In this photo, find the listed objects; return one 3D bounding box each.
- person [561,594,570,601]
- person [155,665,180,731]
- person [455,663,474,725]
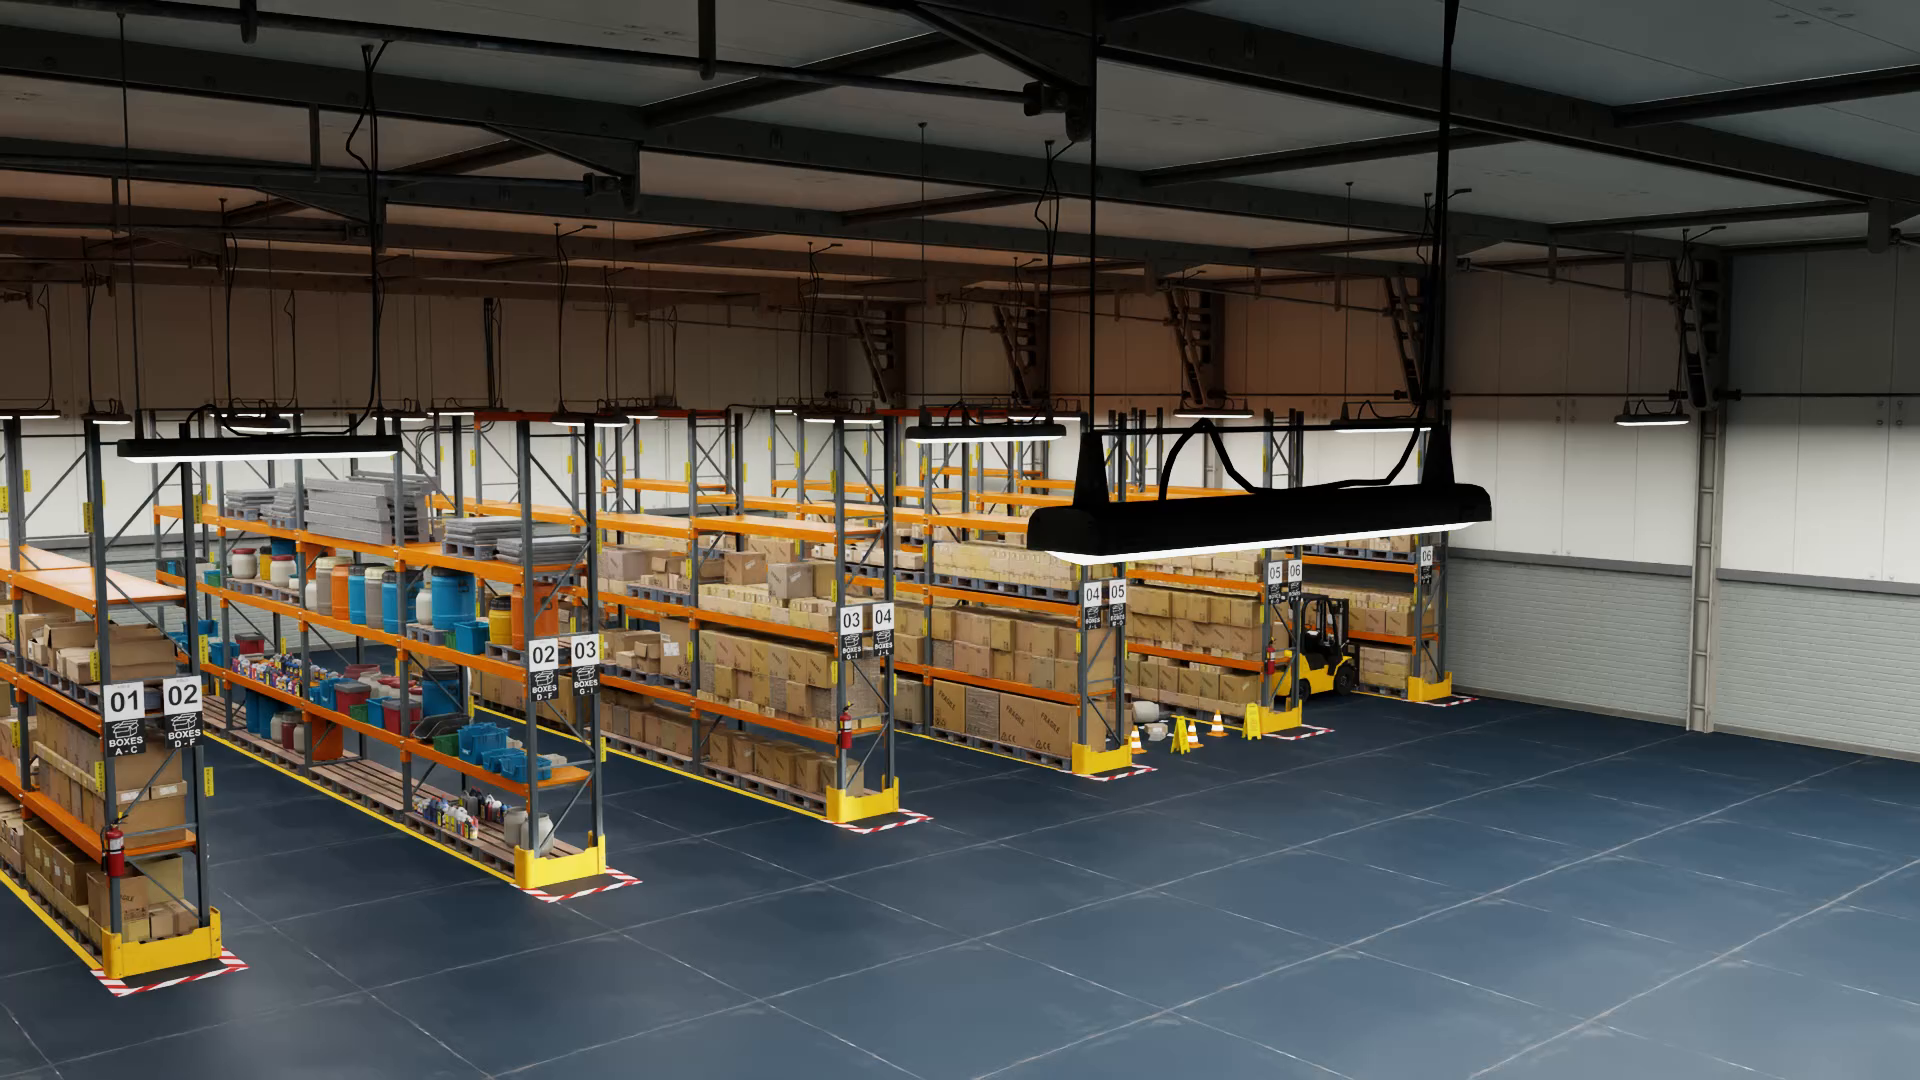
[{"bbox_3d":[-9.230,2.078,39.109,0.531,1.603,1.064,-4,6,-37],"label":"person"},{"bbox_3d":[-14.357,2.882,29.958,0.578,1.775,0.662,-2,5,-17],"label":"person"},{"bbox_3d":[-8.856,2.857,29.578,0.963,1.732,0.545,4,7,41],"label":"person"}]
